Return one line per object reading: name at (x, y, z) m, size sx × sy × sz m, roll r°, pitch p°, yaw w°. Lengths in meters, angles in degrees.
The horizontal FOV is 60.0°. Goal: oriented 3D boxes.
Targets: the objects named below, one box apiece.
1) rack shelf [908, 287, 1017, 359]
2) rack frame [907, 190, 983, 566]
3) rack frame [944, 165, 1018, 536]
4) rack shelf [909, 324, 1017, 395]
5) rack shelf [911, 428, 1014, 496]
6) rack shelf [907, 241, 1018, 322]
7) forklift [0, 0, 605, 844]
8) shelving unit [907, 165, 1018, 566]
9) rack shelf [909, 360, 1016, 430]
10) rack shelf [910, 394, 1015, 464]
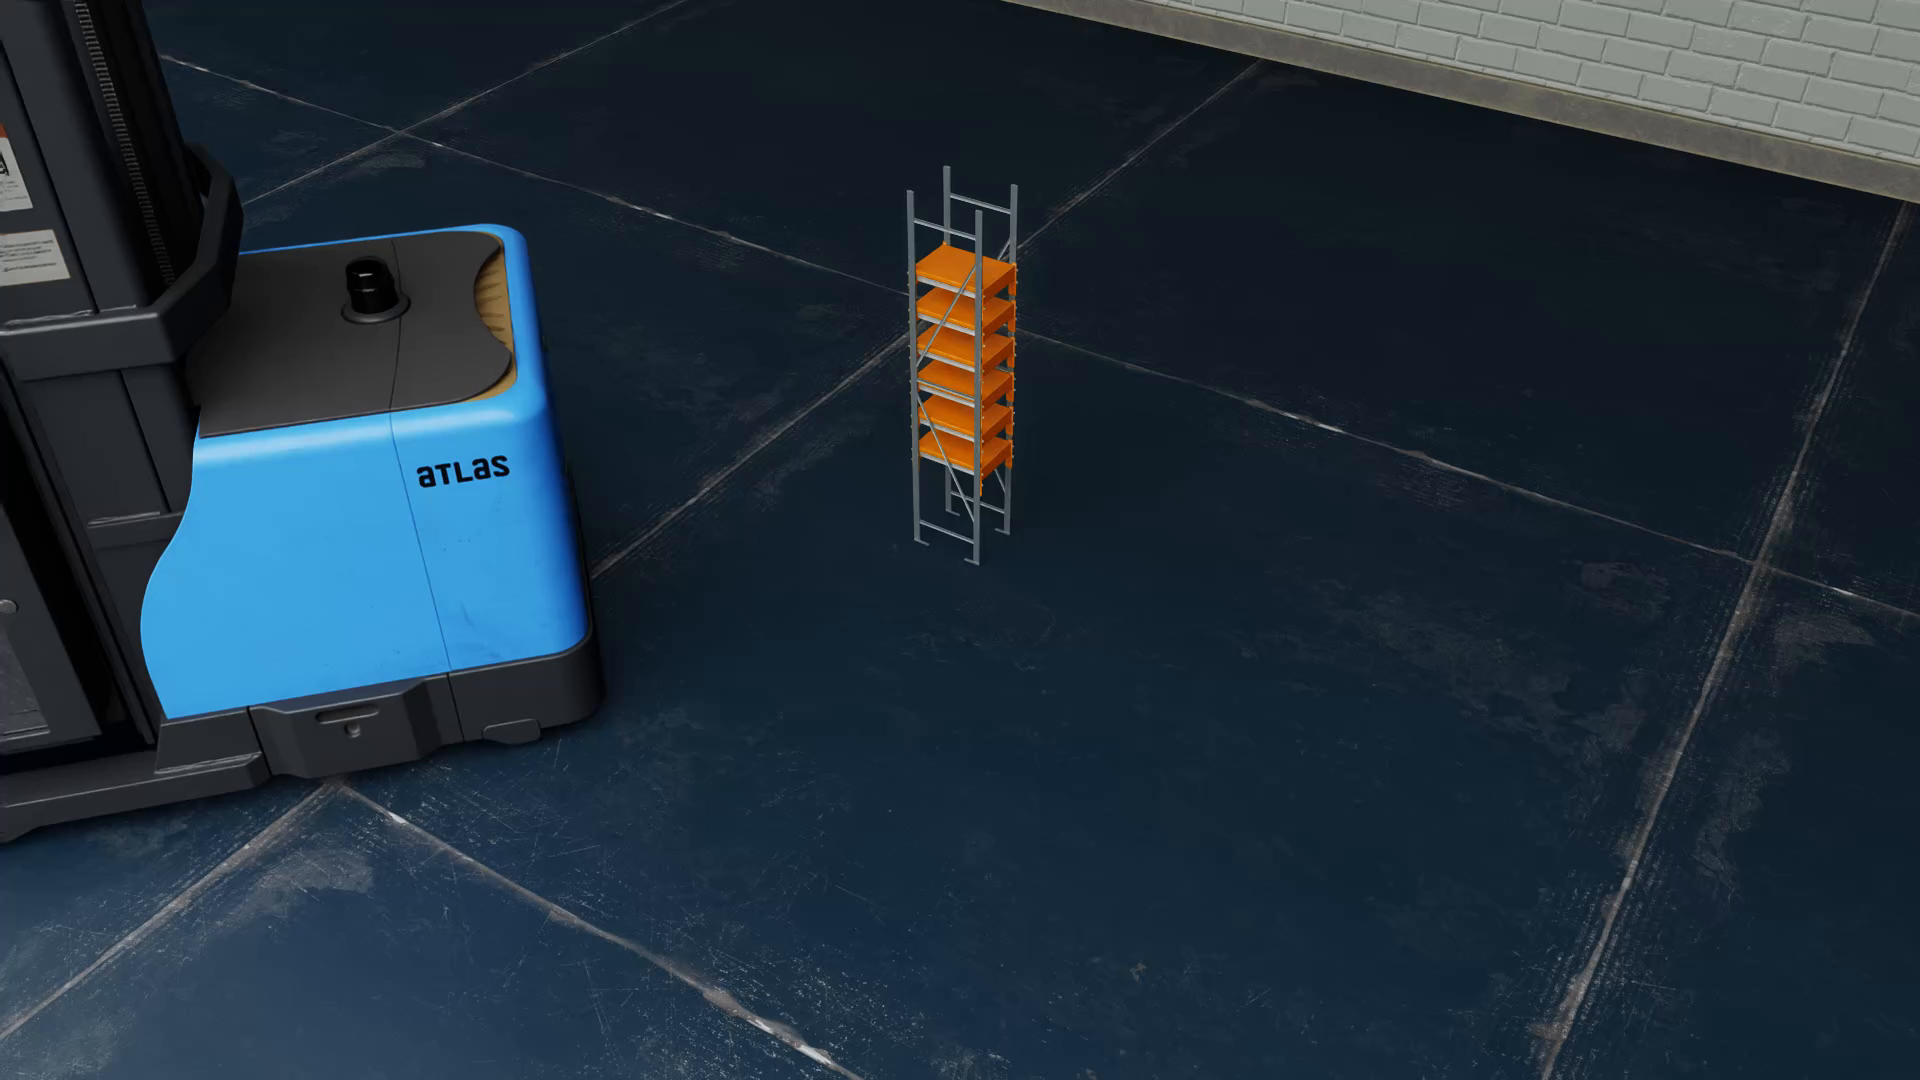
rack shelf at (0.008, -0.638, 4.774) m, size 0.258 × 0.103 × 0.180 m, roll 21°, pitch 42°, yaw 25°
rack frame at (-0.041, -0.435, 4.832) m, size 0.240 × 1.200 × 0.006 m, roll 21°, pitch 42°, yaw 25°
rack frame at (0.057, -0.530, 4.955) m, size 0.240 × 1.200 × 0.006 m, roll 21°, pitch 42°, yaw 25°
rack shelf at (0.008, -0.542, 4.847) m, size 0.258 × 0.103 × 0.180 m, roll 21°, pitch 42°, yaw 25°
rack shelf at (0.008, -0.257, 5.067) m, size 0.258 × 0.103 × 0.180 m, roll 21°, pitch 42°, yaw 25°
rack shelf at (0.008, -0.733, 4.701) m, size 0.258 × 0.103 × 0.180 m, roll 21°, pitch 42°, yaw 25°
forklift at (-2.552, -0.695, 3.751) m, size 3.031 × 2.935 × 1.130 m, roll -9°, pitch 39°, yaw -12°
shelving unit at (0.008, -0.483, 4.893) m, size 0.258 × 1.200 × 0.189 m, roll 21°, pitch 42°, yaw 25°
rack shelf at (0.008, -0.447, 4.920) m, size 0.258 × 0.103 × 0.180 m, roll 21°, pitch 42°, yaw 25°
rack shelf at (0.008, -0.352, 4.994) m, size 0.258 × 0.103 × 0.180 m, roll 21°, pitch 42°, yaw 25°
